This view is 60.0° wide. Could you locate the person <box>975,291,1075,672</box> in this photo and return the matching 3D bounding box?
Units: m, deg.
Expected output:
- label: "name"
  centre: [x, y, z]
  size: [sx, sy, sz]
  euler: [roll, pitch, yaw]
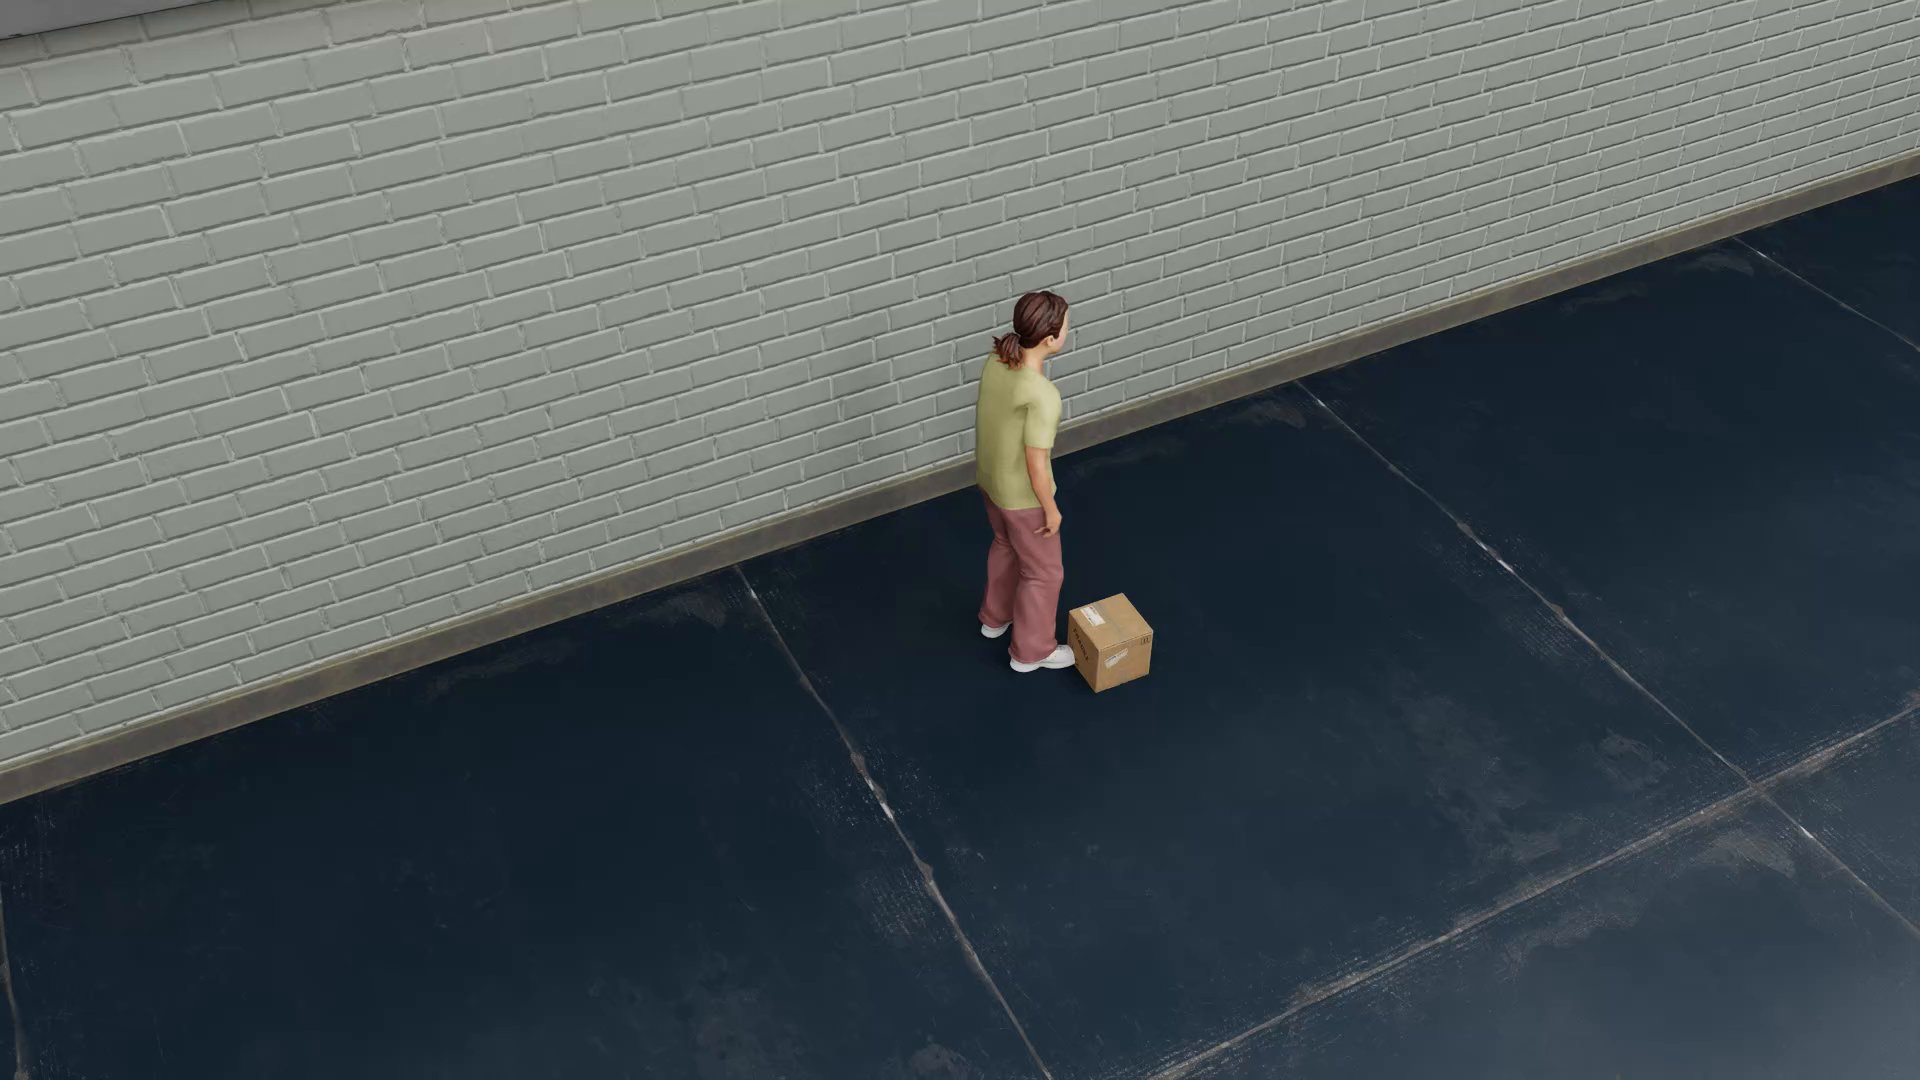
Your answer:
- label: "person"
  centre: [0.251, -0.216, 6.405]
  size: [0.362, 1.672, 0.497]
  euler: [-19, 45, -20]
